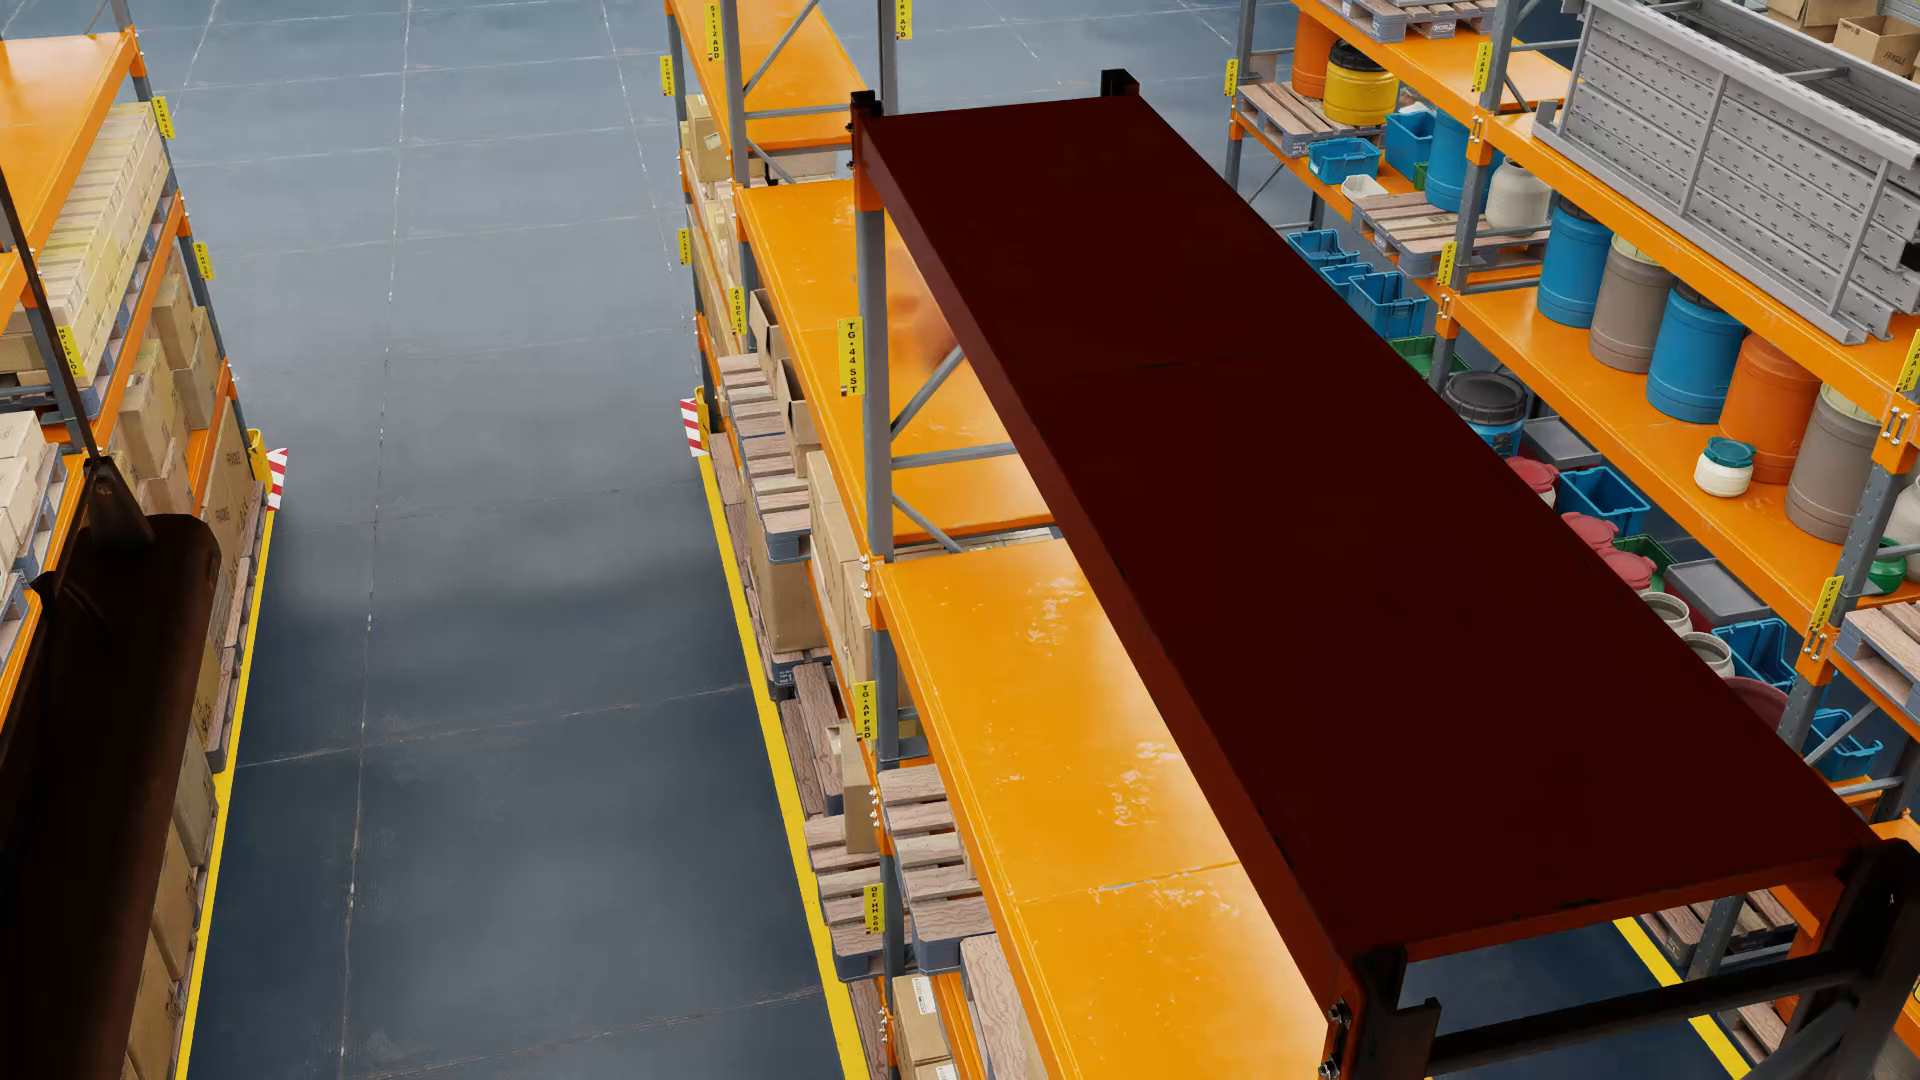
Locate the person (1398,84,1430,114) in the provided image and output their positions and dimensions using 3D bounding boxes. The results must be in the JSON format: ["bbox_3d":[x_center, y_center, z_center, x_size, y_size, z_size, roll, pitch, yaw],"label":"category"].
[{"bbox_3d":[5.066,-4.242,18.722,0.821,1.842,0.651,9,36,13],"label":"person"}]
